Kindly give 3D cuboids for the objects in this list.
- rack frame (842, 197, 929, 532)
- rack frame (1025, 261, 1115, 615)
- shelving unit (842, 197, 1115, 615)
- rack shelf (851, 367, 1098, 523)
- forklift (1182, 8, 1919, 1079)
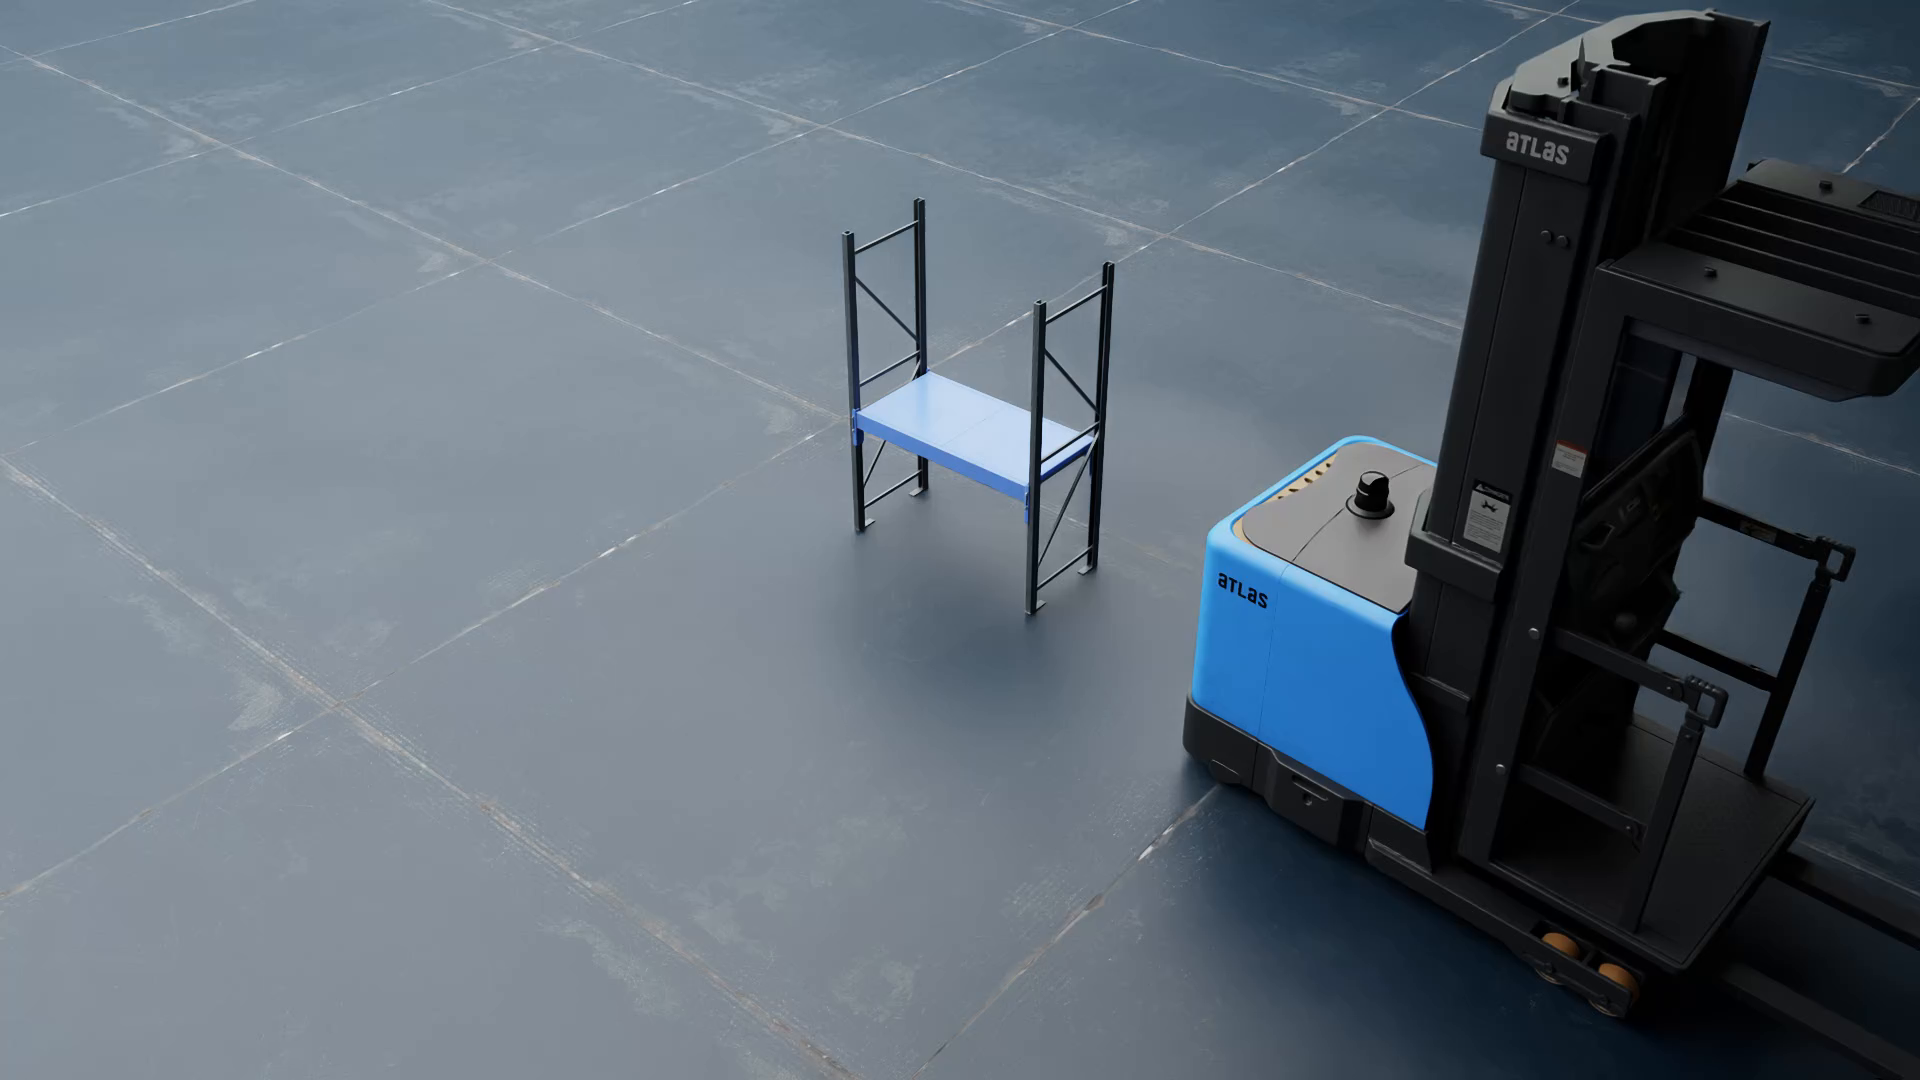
[{"bbox_3d":[-0.325,-0.771,7.549,0.032,1.500,0.500,25,42,32],"label":"rack frame"},{"bbox_3d":[0.456,-0.403,7.012,0.032,1.500,0.500,25,42,32],"label":"rack frame"},{"bbox_3d":[0.066,-0.587,7.280,1.048,1.500,0.538,25,42,32],"label":"shelving unit"},{"bbox_3d":[0.066,-0.439,7.382,1.000,0.185,0.538,25,42,32],"label":"rack shelf"},{"bbox_3d":[2.281,0.019,5.133,3.031,2.935,1.130,28,43,35],"label":"forklift"}]
